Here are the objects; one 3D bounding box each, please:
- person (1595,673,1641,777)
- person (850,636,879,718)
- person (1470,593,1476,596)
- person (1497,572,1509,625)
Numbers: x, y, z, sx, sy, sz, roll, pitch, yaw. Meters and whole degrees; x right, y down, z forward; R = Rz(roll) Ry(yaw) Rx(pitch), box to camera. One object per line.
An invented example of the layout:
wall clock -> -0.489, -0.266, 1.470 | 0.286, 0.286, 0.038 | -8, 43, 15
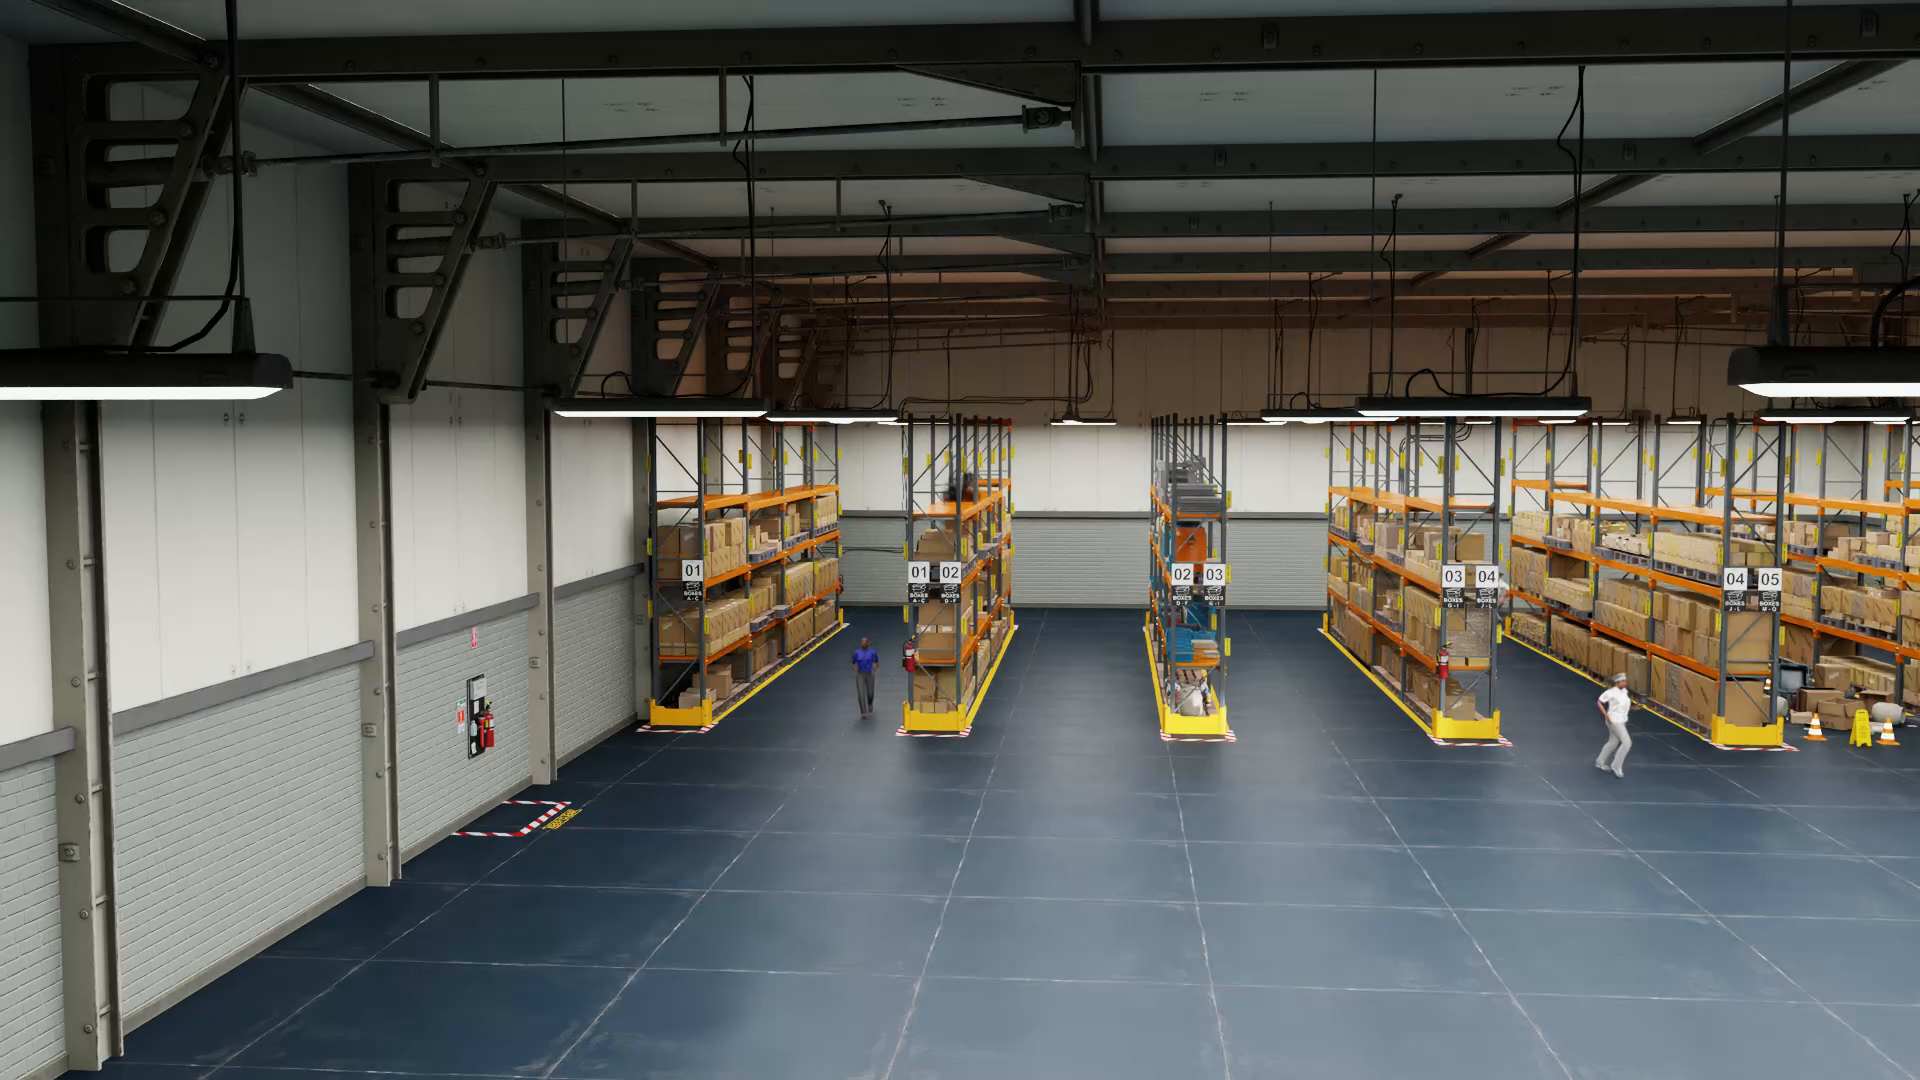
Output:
person -> 10.876, 3.047, 27.490 | 0.546, 1.751, 0.725 | -4, 5, -44
person -> -1.884, 2.707, 32.874 | 0.573, 1.603, 0.584 | 0, 4, -1
person -> 14.010, 1.811, 46.033 | 0.603, 1.657, 0.616 | 2, 4, 28
person -> 15.258, 1.715, 47.314 | 0.546, 1.675, 0.799 | 0, 4, -5
